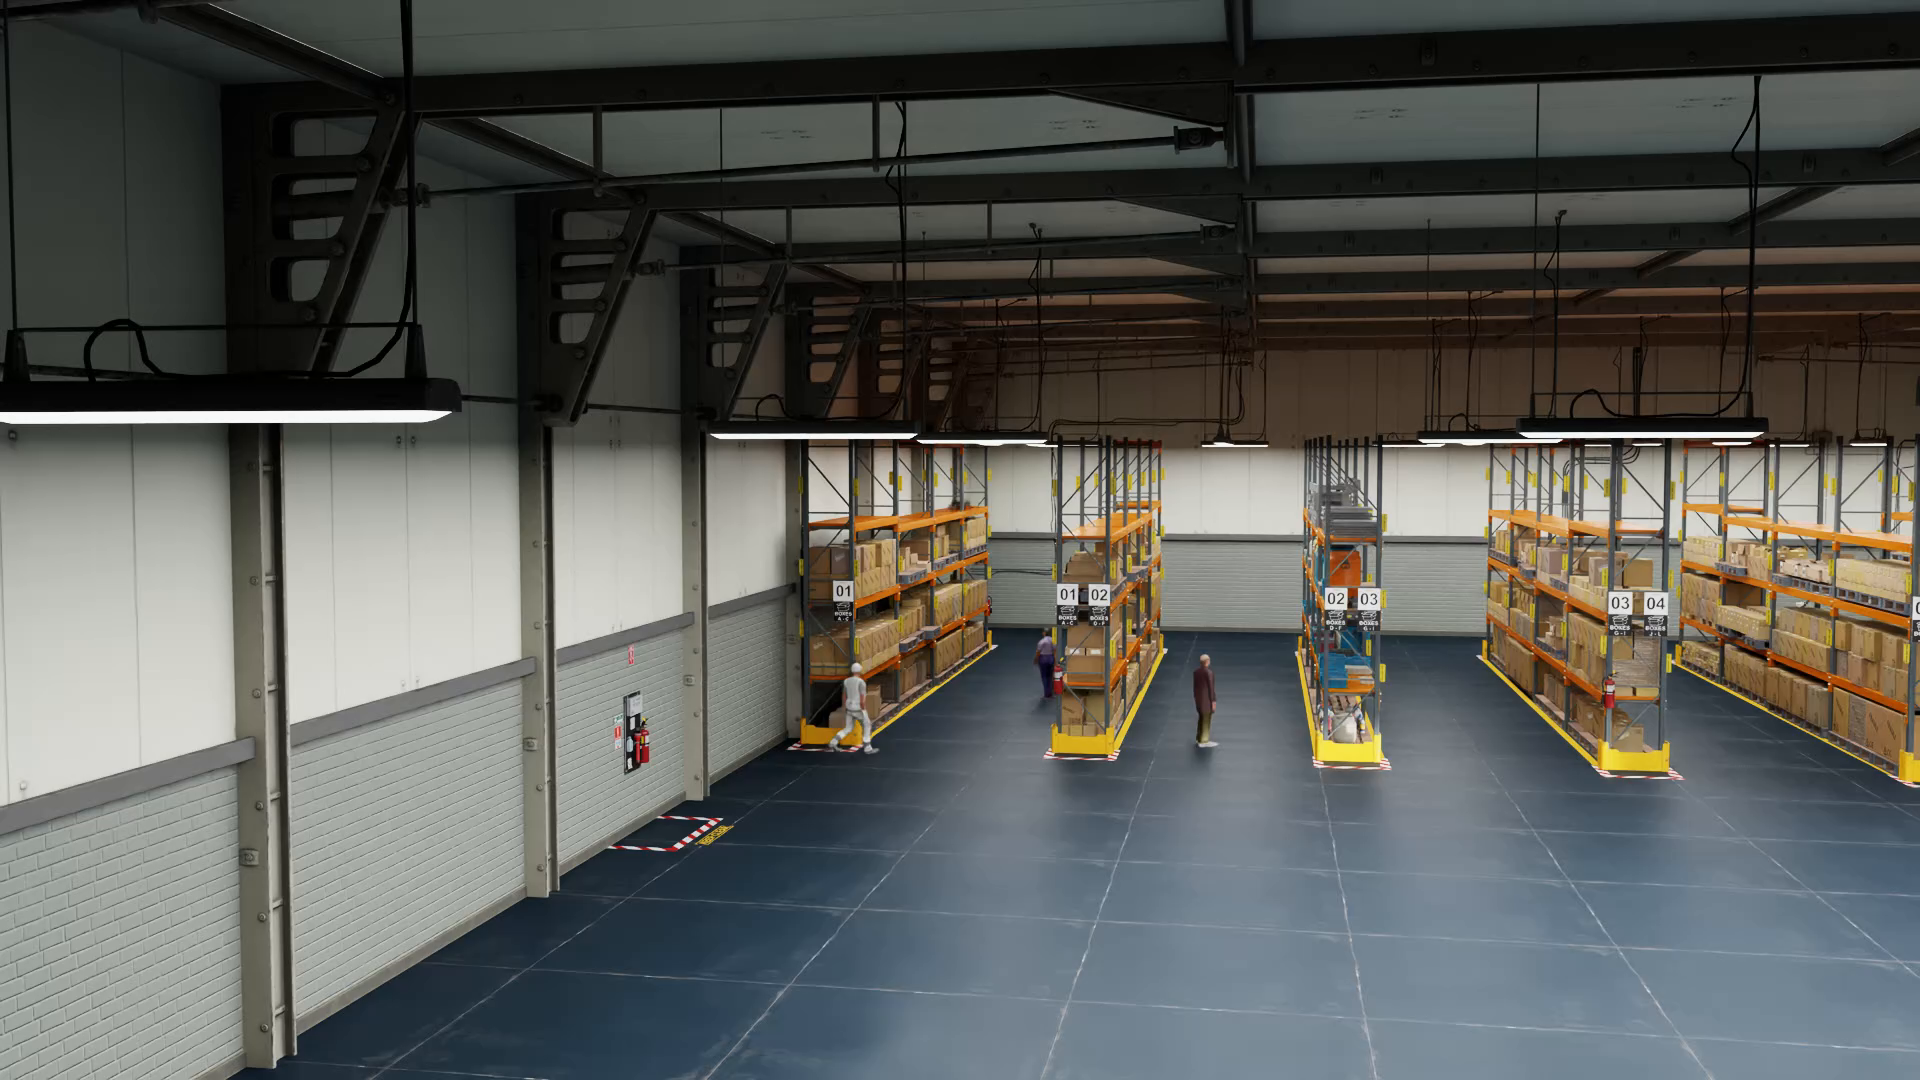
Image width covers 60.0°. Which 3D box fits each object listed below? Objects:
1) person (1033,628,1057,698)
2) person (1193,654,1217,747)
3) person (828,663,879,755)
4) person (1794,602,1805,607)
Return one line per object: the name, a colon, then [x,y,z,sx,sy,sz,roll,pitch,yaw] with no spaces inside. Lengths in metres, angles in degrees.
person: [1.975,2.865,38.336,0.523,1.689,0.602,-1,3,-24]
person: [4.794,3.118,32.102,0.456,1.826,0.653,-1,3,-24]
person: [-1.971,3.165,31.058,0.997,1.755,0.571,-2,4,-33]
person: [21.860,2.506,43.321,0.645,1.793,0.709,-1,3,-21]
